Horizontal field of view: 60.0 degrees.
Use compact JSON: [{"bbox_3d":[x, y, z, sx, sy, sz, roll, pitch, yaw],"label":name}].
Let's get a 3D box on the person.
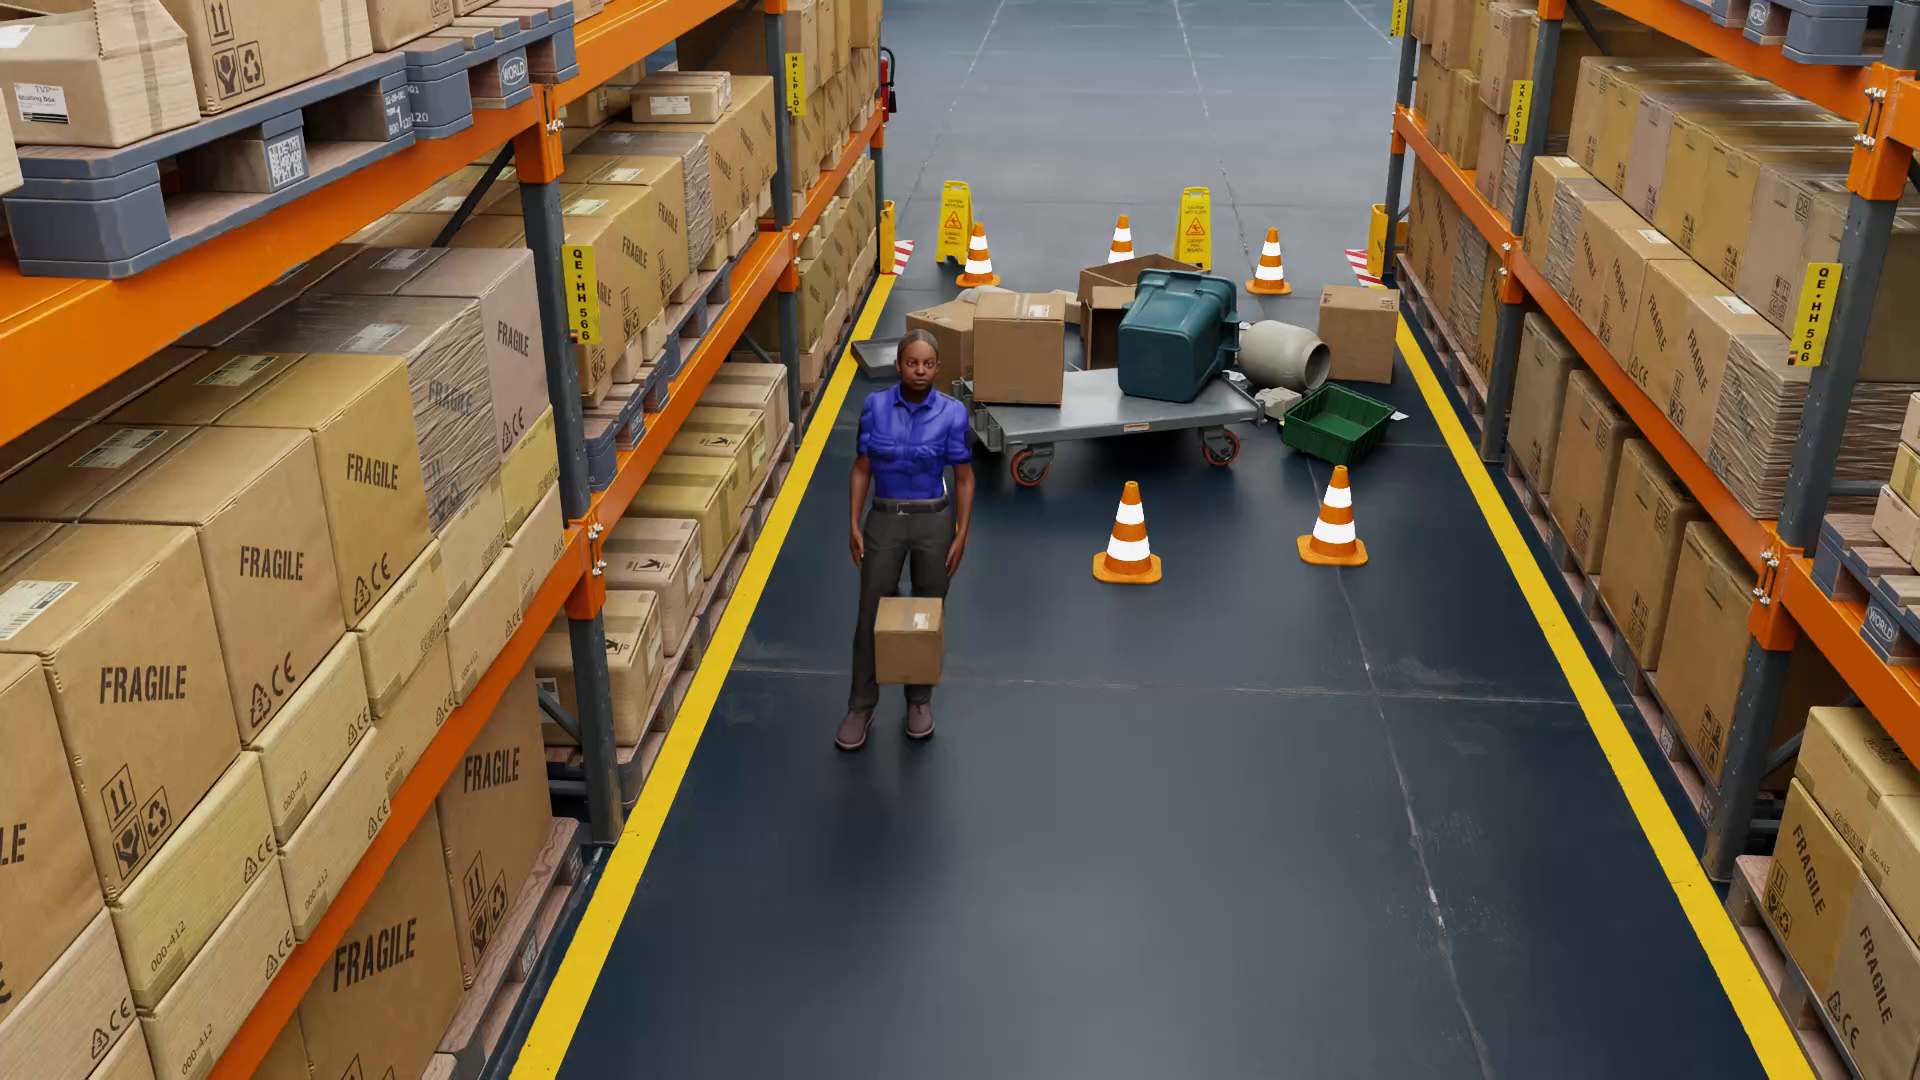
[{"bbox_3d":[-0.220,0.008,6.578,0.547,1.654,0.502,2,25,4],"label":"person"}]
